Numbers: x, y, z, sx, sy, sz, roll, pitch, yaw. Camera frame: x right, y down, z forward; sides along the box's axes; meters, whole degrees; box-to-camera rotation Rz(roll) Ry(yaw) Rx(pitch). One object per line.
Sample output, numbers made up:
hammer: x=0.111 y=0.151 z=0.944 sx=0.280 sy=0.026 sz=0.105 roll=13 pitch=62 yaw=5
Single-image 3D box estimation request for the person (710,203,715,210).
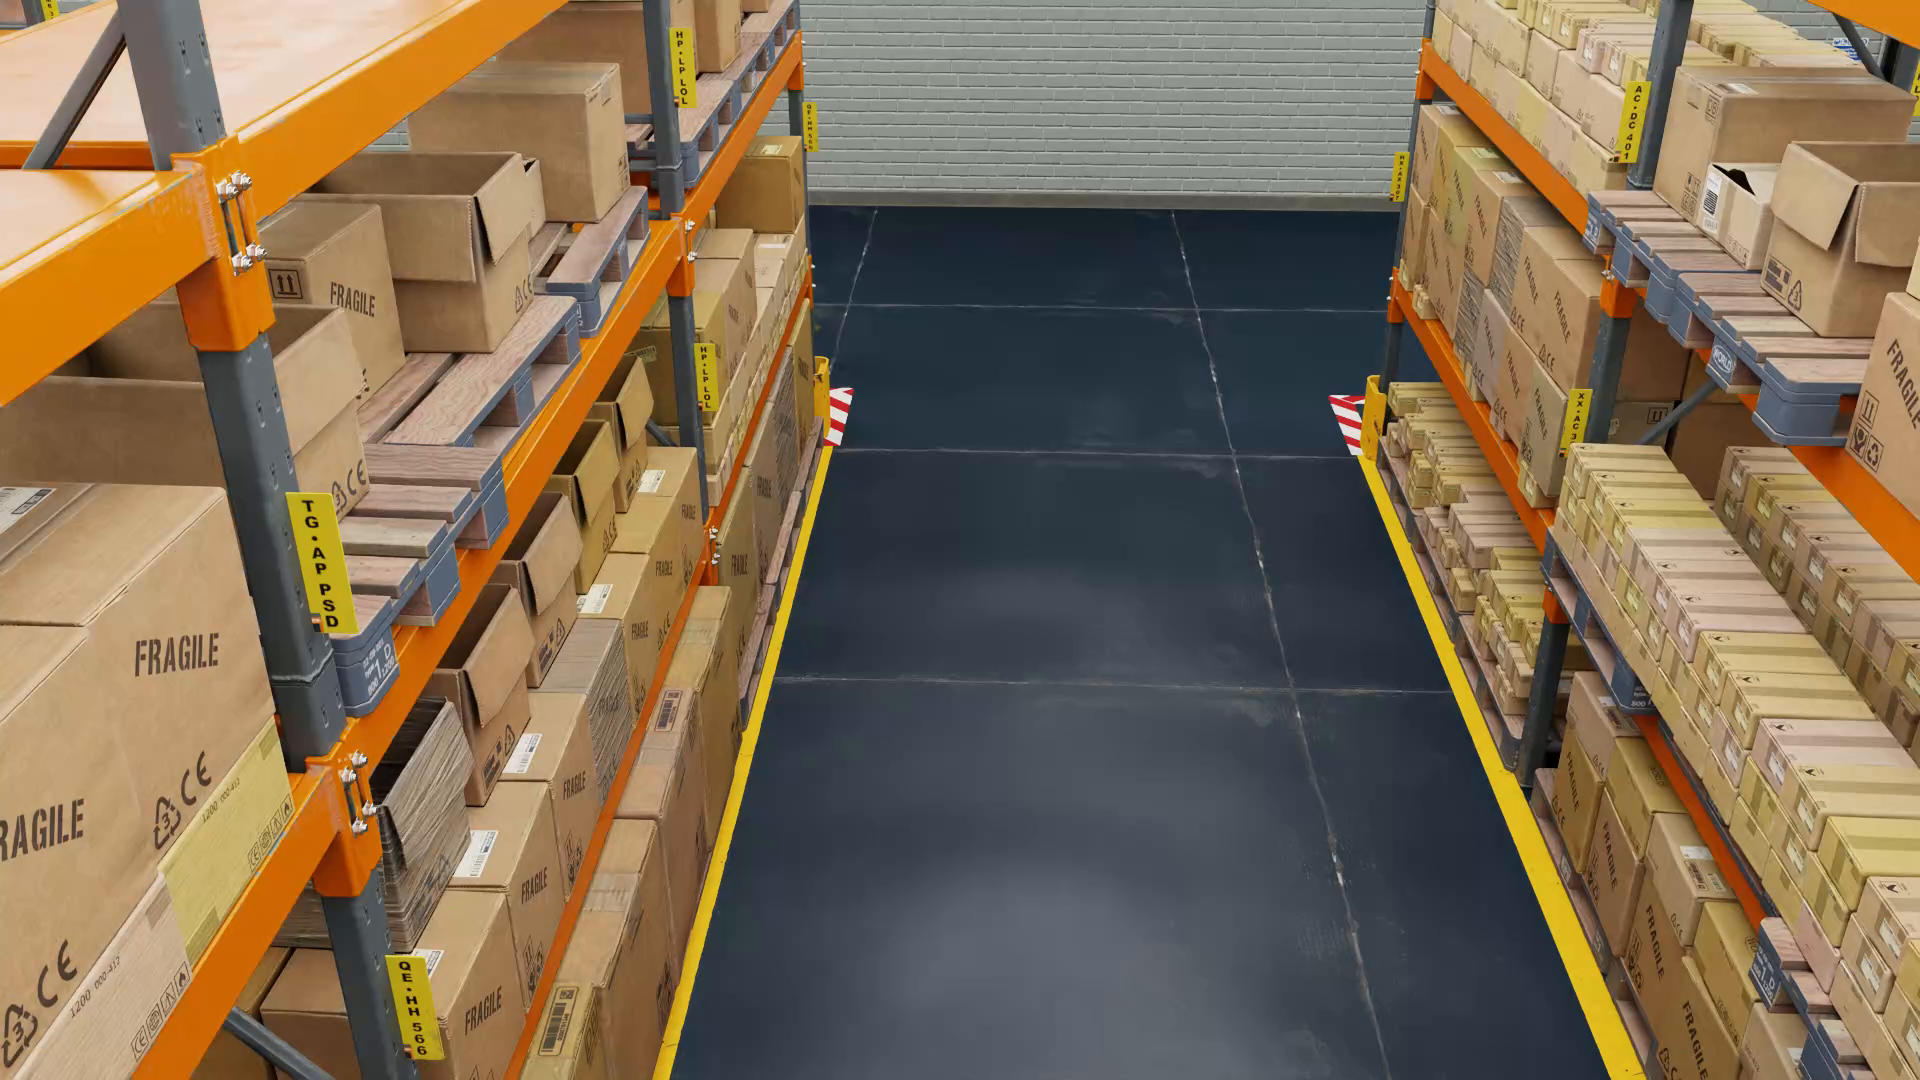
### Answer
person: x=-2.079 y=-2.124 z=12.596 sx=0.996 sy=1.732 sz=0.590 roll=-1 pitch=28 yaw=-3
